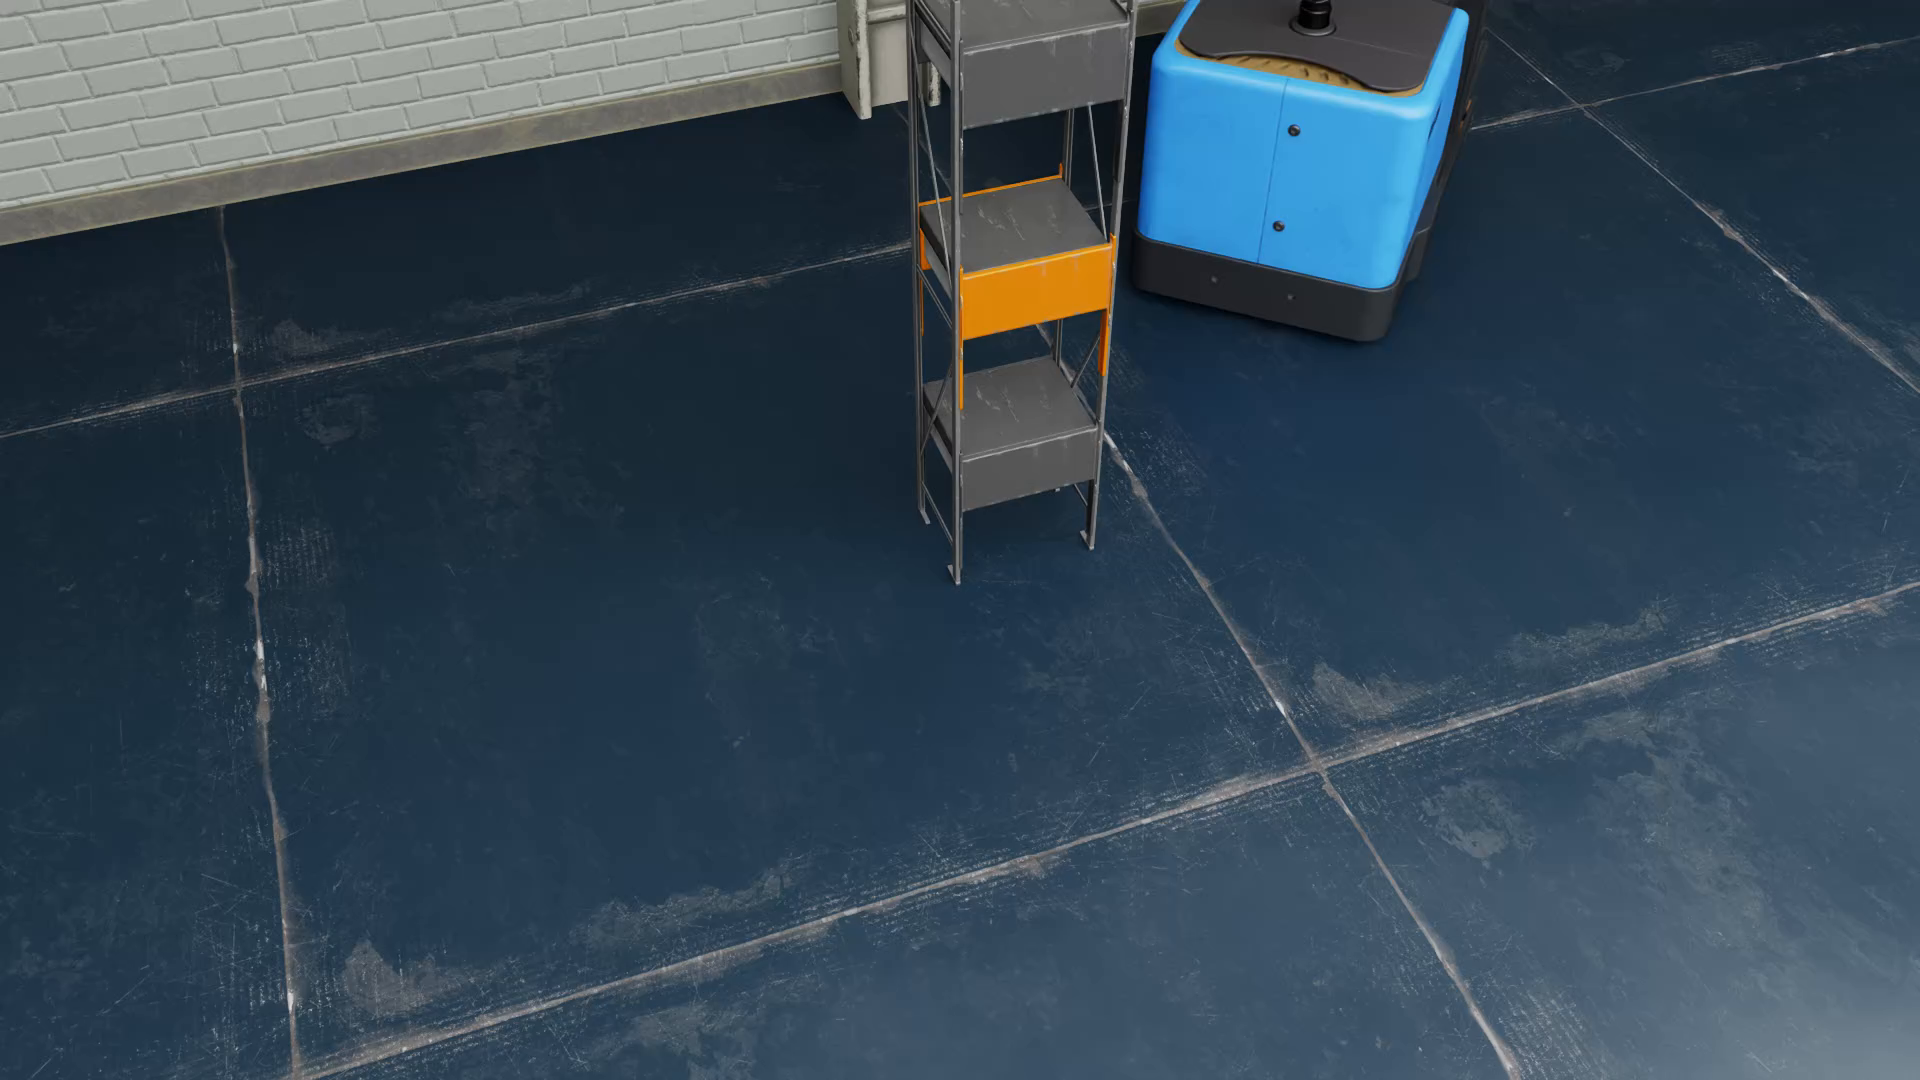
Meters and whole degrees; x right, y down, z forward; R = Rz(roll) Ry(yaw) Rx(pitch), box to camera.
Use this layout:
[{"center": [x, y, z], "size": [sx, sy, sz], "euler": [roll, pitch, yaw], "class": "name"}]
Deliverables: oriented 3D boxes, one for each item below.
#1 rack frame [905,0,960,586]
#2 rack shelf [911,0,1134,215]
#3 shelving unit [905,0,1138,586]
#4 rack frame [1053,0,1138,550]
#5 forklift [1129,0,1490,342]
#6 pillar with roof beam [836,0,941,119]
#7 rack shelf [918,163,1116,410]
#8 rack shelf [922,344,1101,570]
[{"center": [-0.074, -0.722, 4.987], "size": [0.015, 2.100, 0.400], "euler": [-14, 47, -14], "class": "rack frame"}, {"center": [0.156, -1.266, 4.560], "size": [0.480, 0.518, 0.431], "euler": [-14, 47, -14], "class": "rack shelf"}, {"center": [0.156, -0.781, 5.046], "size": [0.503, 2.100, 0.431], "euler": [-14, 47, -14], "class": "shelving unit"}, {"center": [0.385, -0.840, 5.104], "size": [0.015, 2.100, 0.400], "euler": [-14, 47, -14], "class": "rack frame"}, {"center": [1.703, -2.858, 6.530], "size": [1.130, 2.935, 3.031], "euler": [16, 47, 15], "class": "forklift"}, {"center": [1.134, -2.403, 1.791], "size": [0.400, 9.000, 9.100], "euler": [-14, 47, -14], "class": "pillar with roof beam"}, {"center": [0.156, -0.771, 5.056], "size": [0.480, 0.518, 0.431], "euler": [-14, 47, -14], "class": "rack shelf"}, {"center": [0.156, -0.277, 5.551], "size": [0.480, 0.518, 0.431], "euler": [-14, 47, -14], "class": "rack shelf"}]
